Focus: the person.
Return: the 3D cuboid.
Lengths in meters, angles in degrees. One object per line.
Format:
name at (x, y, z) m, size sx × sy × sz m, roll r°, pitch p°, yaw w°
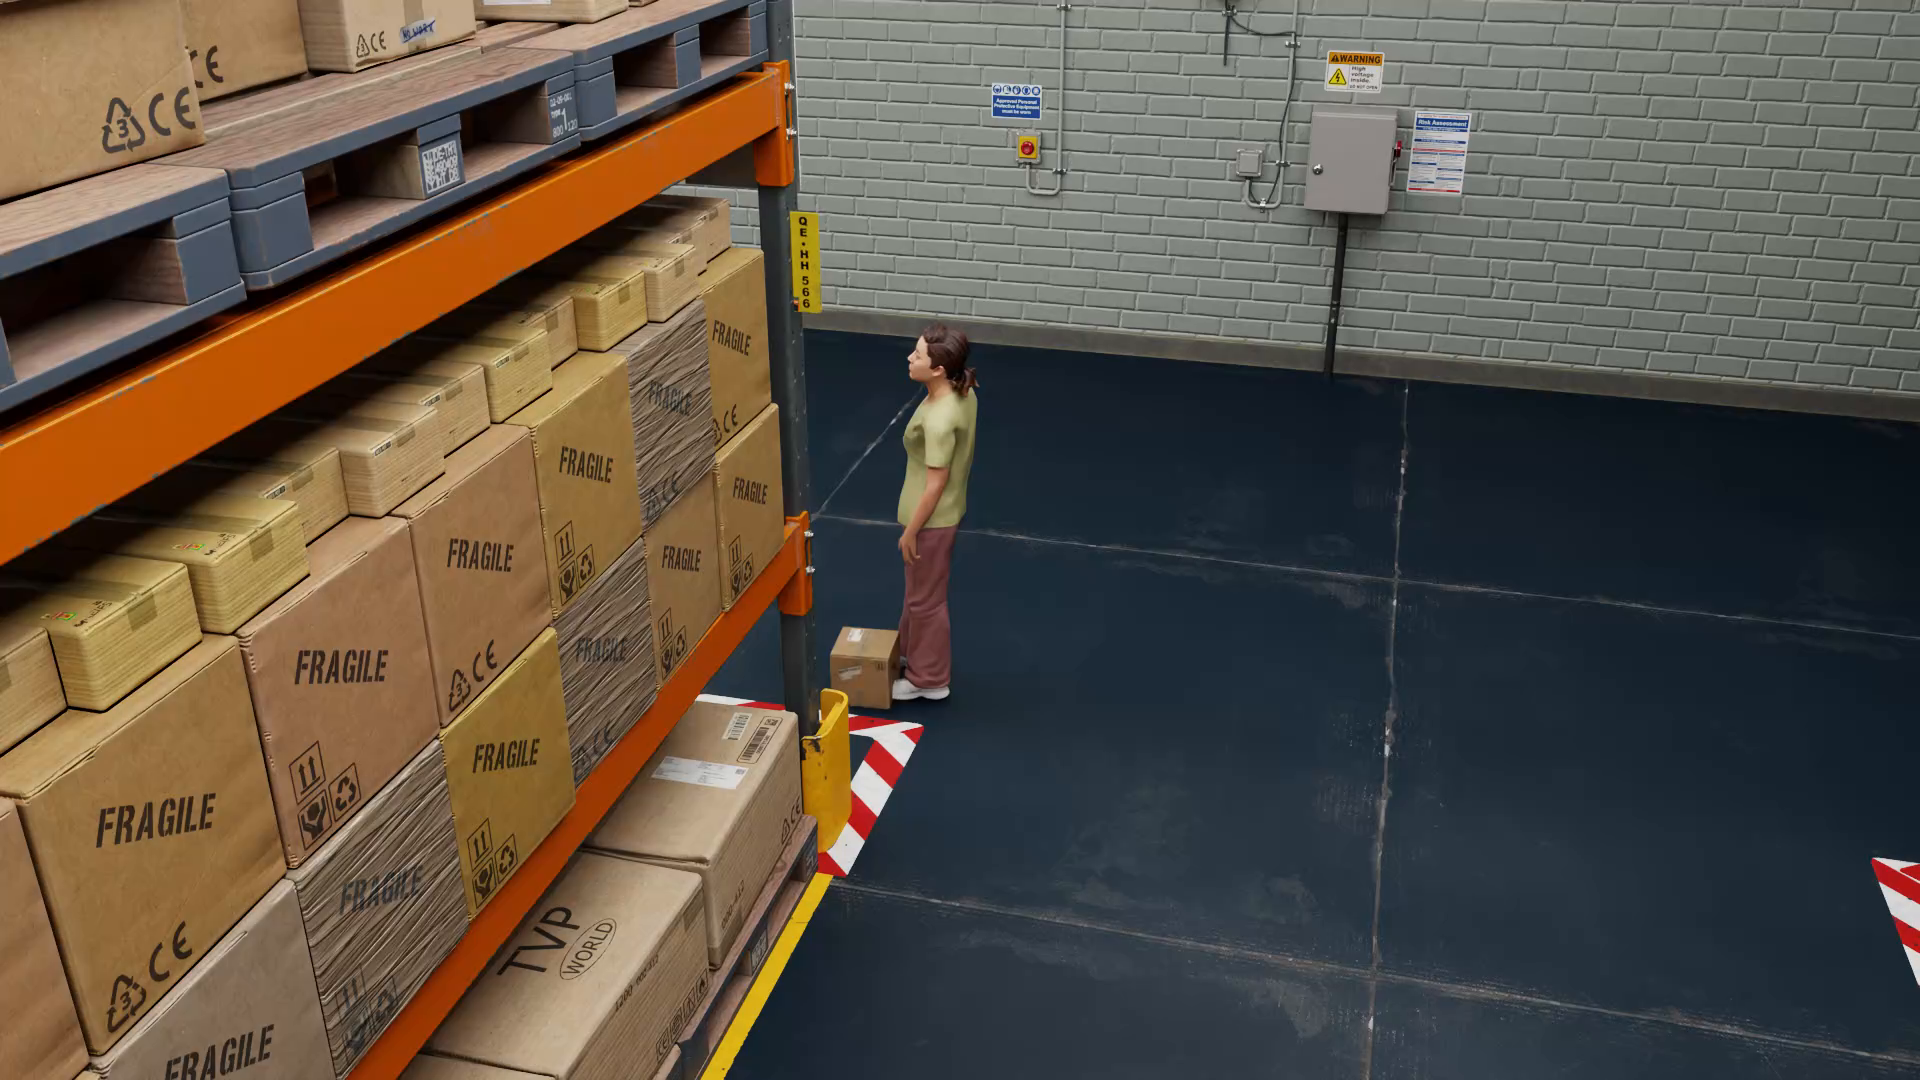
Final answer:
person at (-0.183, -0.100, 6.800) m, size 0.549 × 1.674 × 0.550 m, roll 5°, pitch 26°, yaw 11°
